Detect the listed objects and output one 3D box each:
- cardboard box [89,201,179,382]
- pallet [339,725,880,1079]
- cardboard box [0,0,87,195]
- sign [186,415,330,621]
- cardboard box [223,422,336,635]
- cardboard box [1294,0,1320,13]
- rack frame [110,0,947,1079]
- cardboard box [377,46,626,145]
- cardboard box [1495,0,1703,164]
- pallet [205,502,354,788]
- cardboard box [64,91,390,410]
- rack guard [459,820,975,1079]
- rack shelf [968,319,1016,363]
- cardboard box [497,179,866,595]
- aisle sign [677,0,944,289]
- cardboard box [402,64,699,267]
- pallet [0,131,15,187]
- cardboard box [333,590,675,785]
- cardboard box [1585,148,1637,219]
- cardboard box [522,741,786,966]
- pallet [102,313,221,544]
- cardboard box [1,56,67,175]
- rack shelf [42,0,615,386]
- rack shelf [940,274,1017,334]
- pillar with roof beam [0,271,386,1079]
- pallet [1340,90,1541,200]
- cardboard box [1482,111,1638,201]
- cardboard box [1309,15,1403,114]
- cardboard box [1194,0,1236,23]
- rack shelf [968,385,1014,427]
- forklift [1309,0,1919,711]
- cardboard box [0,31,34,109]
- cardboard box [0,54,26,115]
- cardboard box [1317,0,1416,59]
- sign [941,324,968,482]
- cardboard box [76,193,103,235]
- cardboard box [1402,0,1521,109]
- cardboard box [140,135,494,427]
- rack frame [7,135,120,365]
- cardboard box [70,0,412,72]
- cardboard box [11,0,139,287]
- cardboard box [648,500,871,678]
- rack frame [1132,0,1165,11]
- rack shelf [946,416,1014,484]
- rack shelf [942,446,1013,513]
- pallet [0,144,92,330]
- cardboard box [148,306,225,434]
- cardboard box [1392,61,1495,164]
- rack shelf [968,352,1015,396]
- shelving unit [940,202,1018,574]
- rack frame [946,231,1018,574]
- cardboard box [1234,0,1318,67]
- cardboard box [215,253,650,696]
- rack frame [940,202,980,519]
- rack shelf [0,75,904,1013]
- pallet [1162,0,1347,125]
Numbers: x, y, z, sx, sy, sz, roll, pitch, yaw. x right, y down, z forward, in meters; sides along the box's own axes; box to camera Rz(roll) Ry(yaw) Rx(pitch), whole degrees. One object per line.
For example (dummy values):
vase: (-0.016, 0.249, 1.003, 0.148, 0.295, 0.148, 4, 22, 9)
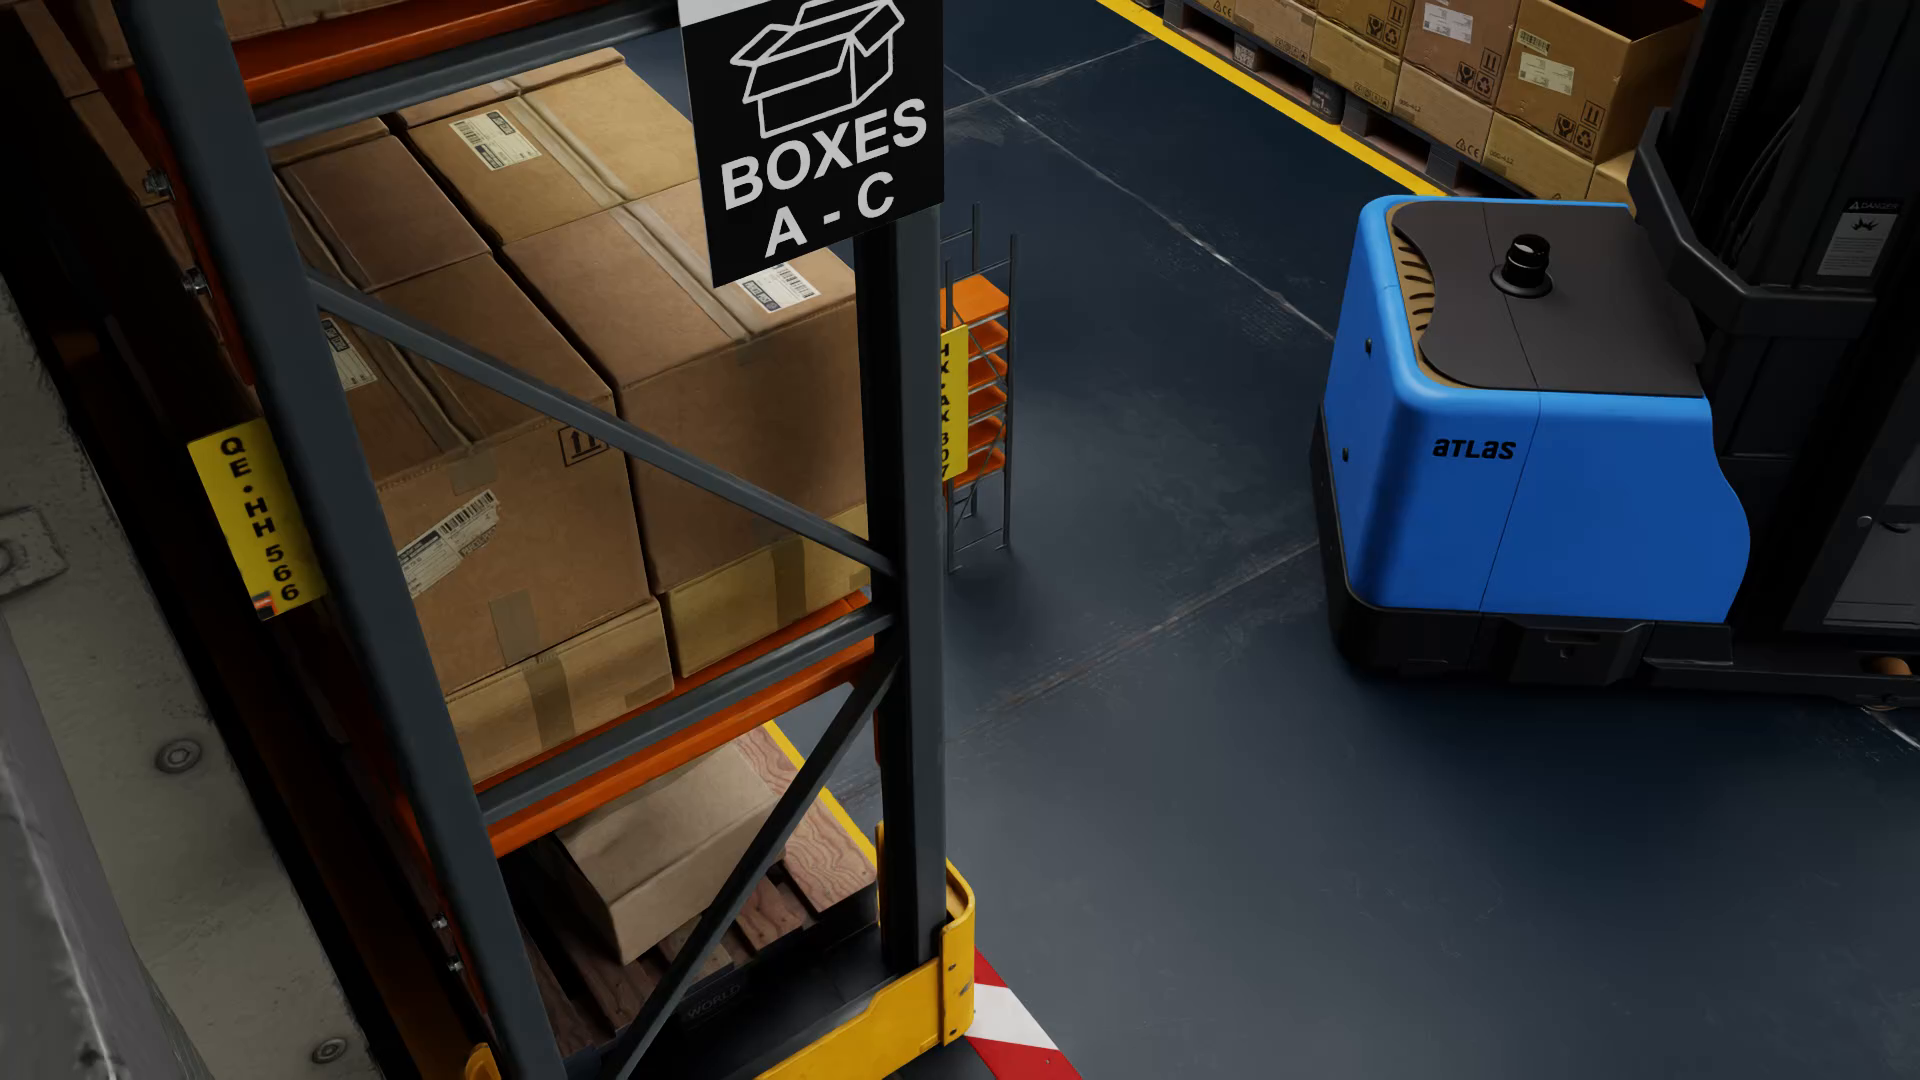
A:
cardboard box: (-1.788, -0.698, 4.108, 0.500, 0.250, 0.500, -25, 49, -24)
pallet: (-0.953, 0.793, 4.471, 1.003, 0.211, 1.213, -26, 49, -24)
cardboard box: (-2.091, -1.261, 4.154, 0.500, 0.500, 0.500, -24, 49, -23)
sign: (-0.940, -0.024, 2.240, 0.100, 0.325, 0.005, -26, 49, -24)
cardboard box: (-1.205, -0.130, 3.513, 0.500, 0.250, 0.500, -24, 49, -23)
cardboard box: (1.600, -2.685, 7.239, 0.500, 0.500, 0.500, -26, 49, -24)
rack frame: (-0.473, 0.301, 2.967, 1.000, 3.000, 0.127, -26, 49, -24)
cardboard box: (-1.065, -0.891, 3.767, 0.500, 0.500, 0.500, -27, 50, -26)
cardboard box: (2.452, -1.833, 6.347, 0.500, 0.500, 0.500, -26, 49, -24)
pallet: (-1.647, 0.102, 5.195, 1.003, 0.211, 1.213, -26, 49, -24)
cardboard box: (-1.497, -0.686, 3.552, 0.500, 0.500, 0.500, -27, 50, -25)
rack guard: (-0.517, 1.162, 3.875, 1.175, 0.500, 0.348, -26, 49, -24)
rack shelf: (0.008, -0.567, 4.897, 0.258, 0.103, 0.180, -26, 49, -24)
cardboard box: (-0.500, -0.312, 3.160, 0.500, 0.500, 0.500, -26, 49, -24)
aisle sign: (-0.186, -0.717, 2.151, 0.394, 0.787, 0.004, -26, 49, -24)
cardboard box: (-0.775, -0.596, 3.458, 0.500, 0.500, 0.500, -26, 49, -24)
pallet: (-3.910, -2.087, 7.489, 1.003, 0.211, 1.213, -26, 49, -24)
cardboard box: (-0.900, 0.160, 3.209, 0.500, 0.250, 0.500, -25, 49, -24)
cardboard box: (2.742, -1.280, 6.311, 0.500, 0.250, 0.500, -26, 49, -24)
cardboard box: (-0.795, 0.687, 4.191, 0.500, 0.311, 0.500, -31, 52, -29)
pallet: (-2.349, -0.589, 5.919, 1.003, 0.211, 1.213, -26, 49, -24)
cardboard box: (-2.366, -1.284, 4.722, 0.500, 0.250, 0.500, -27, 50, -26)
rack shelf: (-1.618, -1.656, 3.366, 1.077, 0.370, 4.000, -26, 49, -24)
rack shelf: (0.008, -0.654, 4.814, 0.258, 0.103, 0.180, -26, 49, -24)
pillar with roof beam: (1.948, -3.624, 2.734, 9.100, 9.000, 0.400, -26, 49, -24)
pallet: (2.422, -1.756, 7.141, 1.003, 0.211, 1.213, -26, 49, -24)
cardboard box: (2.455, -1.563, 6.607, 0.500, 0.250, 0.500, -26, 49, -24)
cardboard box: (1.879, -2.128, 7.198, 0.500, 0.250, 0.500, -26, 49, -24)
cardboard box: (1.316, -2.698, 7.796, 0.500, 0.250, 0.500, -26, 49, -24)
rack shelf: (0.008, -0.394, 5.063, 0.258, 0.103, 0.180, -26, 49, -24)
forklift: (2.669, -0.928, 4.305, 3.031, 2.935, 1.130, 3, 44, 3)
cardboard box: (-2.371, -1.545, 4.452, 0.500, 0.500, 0.500, -26, 49, -25)
cardboard box: (-2.669, -1.566, 5.017, 0.500, 0.250, 0.500, -25, 49, -24)
cardboard box: (1.880, -2.399, 6.940, 0.500, 0.500, 0.500, -26, 49, -24)
sign: (-0.029, -0.226, 2.893, 0.100, 0.325, 0.005, -26, 49, -24)
cardboard box: (-2.062, -0.992, 4.415, 0.500, 0.250, 0.500, -27, 50, -25)
cardboard box: (2.167, -2.117, 6.644, 0.500, 0.500, 0.500, -26, 49, -24)
cardboard box: (-1.197, -0.395, 3.247, 0.500, 0.500, 0.500, -25, 49, -24)
rack frame: (-2.762, -1.964, 5.340, 1.000, 3.000, 0.127, -26, 49, -24)
cardboard box: (-0.920, -0.963, 2.032, 0.500, 0.500, 0.500, -22, 48, -22)
cardboard box: (-1.785, -0.971, 3.851, 0.500, 0.500, 0.500, -25, 49, -24)
cardboard box: (-0.492, -0.054, 3.433, 0.500, 0.250, 0.500, -27, 50, -26)
rack frame: (1.299, -3.923, 7.392, 1.000, 3.000, 0.127, -26, 49, -24)
rack shelf: (0.008, -0.307, 5.145, 0.258, 0.103, 0.180, -26, 49, -24)
rack shelf: (0.008, -0.220, 5.228, 0.258, 0.103, 0.180, -26, 49, -24)
pallet: (-3.208, -1.396, 6.764, 1.003, 0.211, 1.213, -26, 49, -24)
cardboard box: (-1.497, -0.413, 3.809, 0.500, 0.250, 0.500, -26, 49, -25)
cardboard box: (2.170, -1.847, 6.904, 0.500, 0.250, 0.500, -26, 49, -24)
rack shelf: (0.008, -0.480, 4.980, 0.258, 0.103, 0.180, -26, 49, -24)
shelving unit: (0.008, -0.426, 5.032, 0.258, 1.200, 0.189, -26, 49, -24)
rack frame: (0.061, -0.374, 4.978, 0.240, 1.200, 0.006, -26, 49, -24)
cardboard box: (1.598, -2.413, 7.497, 0.500, 0.250, 0.500, -26, 49, -24)
cardboard box: (-0.917, -0.106, 2.945, 0.500, 0.500, 0.500, -26, 50, -25)
rack frame: (-0.044, -0.478, 5.086, 0.240, 1.200, 0.006, -26, 49, -24)
rack shelf: (-1.618, -0.571, 4.402, 1.077, 0.370, 4.000, -26, 49, -24)
pallet: (1.720, -2.448, 7.866, 1.003, 0.211, 1.213, -26, 49, -24)
